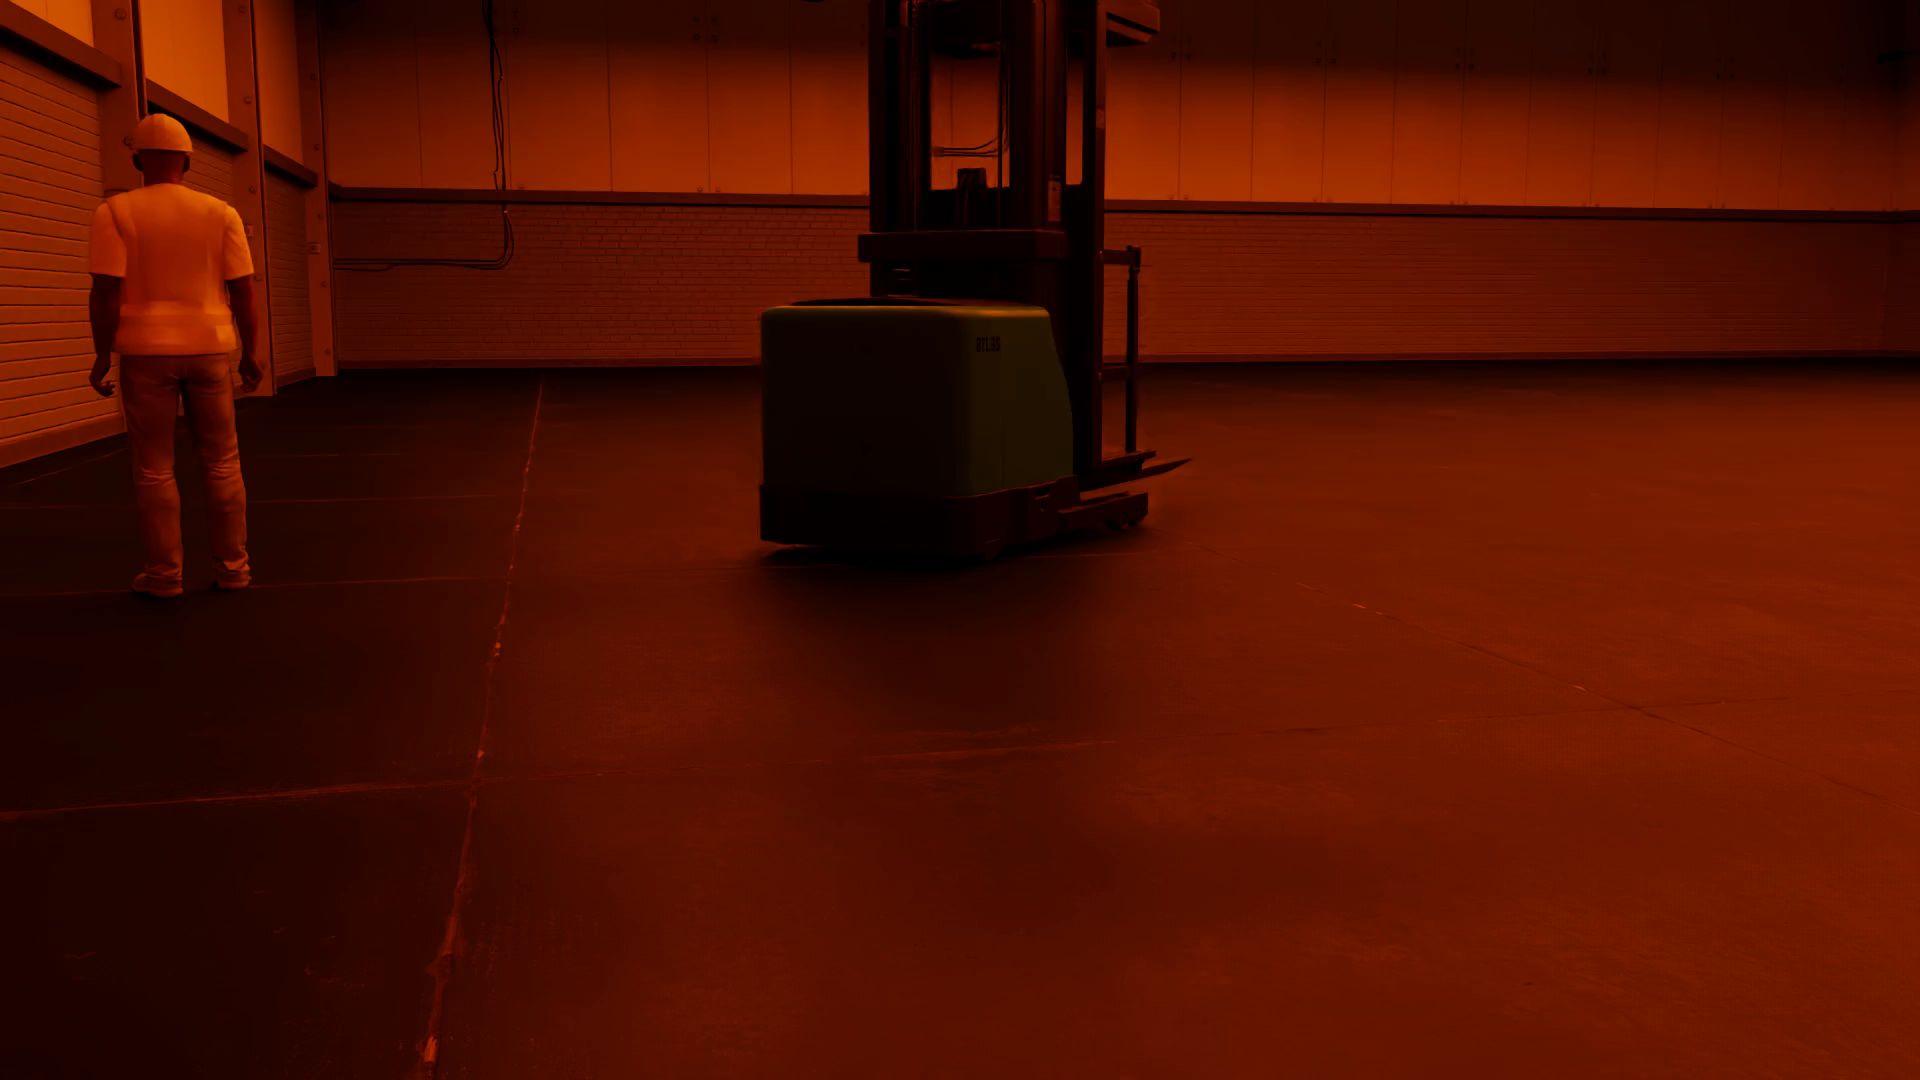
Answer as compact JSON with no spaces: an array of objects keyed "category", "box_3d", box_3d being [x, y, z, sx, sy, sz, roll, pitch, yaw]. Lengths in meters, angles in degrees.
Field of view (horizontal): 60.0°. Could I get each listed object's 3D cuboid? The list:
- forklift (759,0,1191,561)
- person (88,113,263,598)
[{"category":"forklift","box_3d":[0.283,-1.529,8.055,1.130,2.935,3.031,4,9,28]},{"category":"person","box_3d":[-2.931,-0.683,6.215,0.594,1.771,0.379,-6,10,-35]}]
